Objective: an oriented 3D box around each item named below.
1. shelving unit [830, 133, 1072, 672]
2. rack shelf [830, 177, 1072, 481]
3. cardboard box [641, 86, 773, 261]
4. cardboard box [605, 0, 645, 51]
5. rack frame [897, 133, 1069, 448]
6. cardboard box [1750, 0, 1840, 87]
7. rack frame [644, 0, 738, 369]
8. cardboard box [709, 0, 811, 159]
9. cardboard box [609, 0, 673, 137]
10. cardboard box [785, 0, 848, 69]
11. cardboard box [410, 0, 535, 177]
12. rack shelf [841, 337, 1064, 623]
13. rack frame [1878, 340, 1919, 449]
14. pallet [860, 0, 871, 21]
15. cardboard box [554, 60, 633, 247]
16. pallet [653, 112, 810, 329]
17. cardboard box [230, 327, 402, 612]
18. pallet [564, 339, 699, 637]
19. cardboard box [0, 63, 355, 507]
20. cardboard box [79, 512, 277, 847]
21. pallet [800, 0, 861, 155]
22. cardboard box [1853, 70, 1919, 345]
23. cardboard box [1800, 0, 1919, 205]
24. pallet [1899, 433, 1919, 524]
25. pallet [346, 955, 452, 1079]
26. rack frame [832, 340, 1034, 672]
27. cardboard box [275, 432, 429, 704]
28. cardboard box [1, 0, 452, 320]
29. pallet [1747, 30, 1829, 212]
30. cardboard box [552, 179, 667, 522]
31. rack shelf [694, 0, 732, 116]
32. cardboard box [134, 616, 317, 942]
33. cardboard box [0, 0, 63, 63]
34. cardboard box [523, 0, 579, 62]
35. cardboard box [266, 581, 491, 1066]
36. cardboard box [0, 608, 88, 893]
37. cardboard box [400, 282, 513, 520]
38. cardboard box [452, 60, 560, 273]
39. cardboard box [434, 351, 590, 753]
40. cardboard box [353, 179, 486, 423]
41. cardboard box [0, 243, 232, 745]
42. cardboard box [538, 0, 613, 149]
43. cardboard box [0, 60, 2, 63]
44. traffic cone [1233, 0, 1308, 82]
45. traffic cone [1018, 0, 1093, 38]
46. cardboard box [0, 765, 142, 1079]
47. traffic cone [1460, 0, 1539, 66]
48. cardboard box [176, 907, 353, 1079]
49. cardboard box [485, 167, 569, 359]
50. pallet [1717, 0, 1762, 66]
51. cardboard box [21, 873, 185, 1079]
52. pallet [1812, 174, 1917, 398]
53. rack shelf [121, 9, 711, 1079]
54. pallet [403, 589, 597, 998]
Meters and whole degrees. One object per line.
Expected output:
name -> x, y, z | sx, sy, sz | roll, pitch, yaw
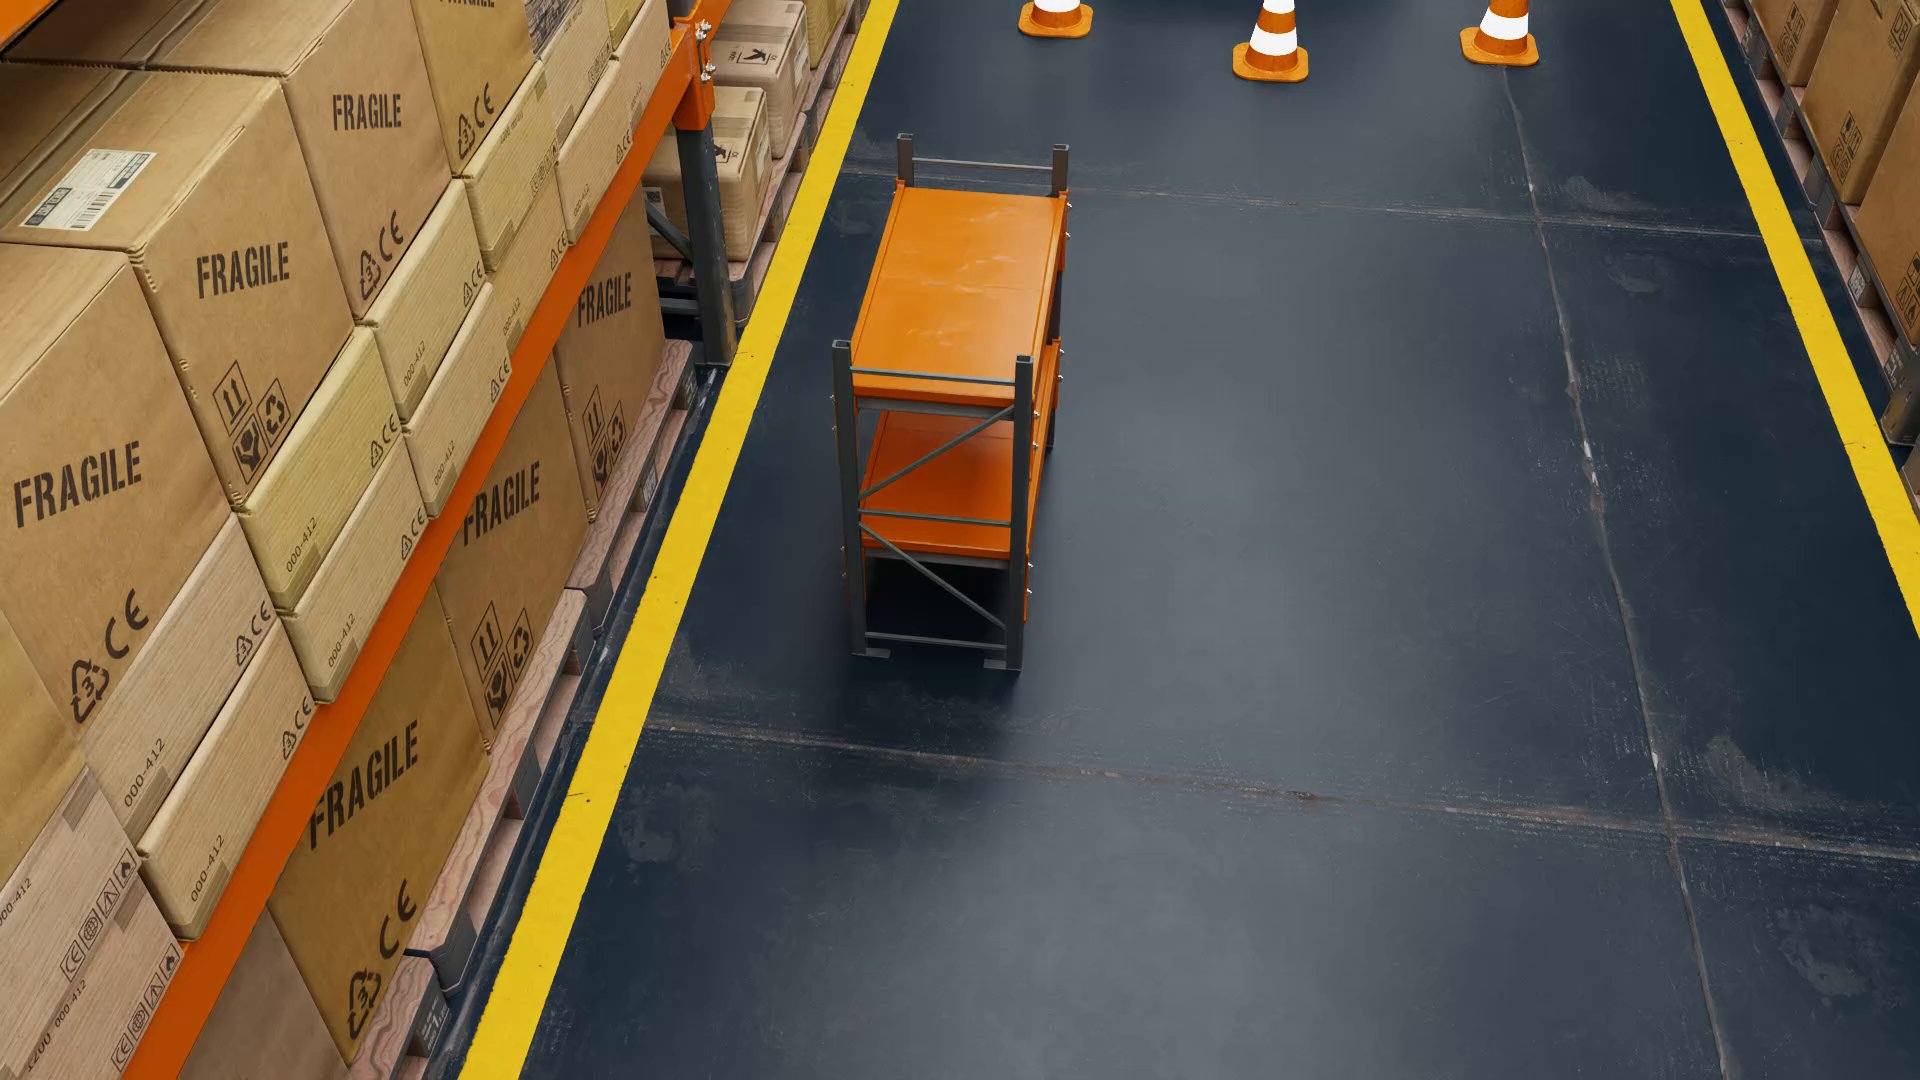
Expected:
shelving unit -> -0.001, -0.404, 4.858 | 0.538, 1.125, 1.048 | 5, 44, 6
rack shelf -> -0.001, -0.616, 4.657 | 0.538, 0.278, 1.000 | 5, 44, 6
cardboard box -> -1.217, -1.364, 6.115 | 0.950, 0.372, 0.625 | 3, 43, 3
cardboard box -> -1.114, -1.555, 4.456 | 0.500, 0.250, 0.500 | 5, 44, 5
rack frame -> 0.066, -0.750, 5.224 | 0.500, 1.125, 0.032 | 5, 44, 6
cardboard box -> 4.023, -2.374, 6.906 | 1.050, 0.750, 0.750 | 5, 44, 6
rack frame -> -1.302, -1.781, 4.950 | 1.000, 3.000, 0.127 | 5, 44, 6
cardboard box -> -1.127, -1.867, 6.646 | 0.950, 0.372, 0.625 | 4, 44, 5
cardboard box -> -1.111, -1.359, 4.612 | 0.500, 0.250, 0.500 | 4, 44, 4
cardboard box -> -1.021, -2.384, 7.192 | 0.950, 0.372, 0.625 | 7, 44, 7
cardboard box -> -1.243, -1.116, 3.447 | 0.500, 0.500, 0.500 | 5, 44, 6
rack shelf -> -0.001, -0.226, 5.027 | 0.538, 0.278, 1.000 | 5, 44, 6
rack frame -> 3.618, -1.400, 4.547 | 1.000, 3.000, 0.127 | 5, 44, 6
pallet -> -0.874, -2.964, 8.227 | 1.003, 0.211, 1.213 | 5, 44, 6
cardboard box -> -1.163, -1.009, 4.243 | 0.500, 0.250, 0.500 | 6, 44, 6
pallet -> -1.197, -1.301, 6.471 | 1.003, 0.211, 1.213 | 5, 44, 6
cardboard box -> -1.358, -0.156, 2.979 | 0.500, 0.250, 0.500 | 6, 44, 6
pallet -> -1.480, -0.238, 5.348 | 1.003, 0.211, 1.213 | 5, 44, 6
cardboard box -> -1.379, -0.419, 2.711 | 0.500, 0.500, 0.500 | 4, 44, 4
cardboard box -> -1.452, 0.185, 2.618 | 0.500, 0.250, 0.500 | 6, 44, 6
pallet -> -1.033, -2.130, 7.346 | 1.003, 0.211, 1.213 | 5, 44, 6
cardboard box -> 3.788, -1.143, 5.606 | 1.050, 0.750, 0.750 | 5, 44, 5
cardboard box -> 3.900, -1.739, 6.236 | 1.050, 0.750, 0.750 | 6, 44, 6
pallet -> 3.514, 0.145, 4.944 | 1.003, 0.211, 1.213 | 5, 44, 6
pallet -> -1.803, 1.425, 3.592 | 1.003, 0.211, 1.213 | 5, 44, 6
rack frame -> -0.068, -0.057, 4.493 | 0.500, 1.125, 0.032 | 5, 44, 6
cardboard box -> -1.360, 0.023, 3.154 | 0.500, 0.250, 0.500 | 5, 44, 5
cardboard box -> -1.317, -0.772, 3.084 | 0.500, 0.500, 0.500 | 5, 44, 5
pallet -> 3.961, -1.747, 6.942 | 1.003, 0.211, 1.213 | 5, 44, 6
cardboard box -> -1.475, -0.699, 5.047 | 0.875, 0.875, 0.875 | 5, 44, 5
rack shelf -> -1.037, -2.883, 6.637 | 1.077, 0.370, 4.000 | 5, 44, 6
cardboard box -> -1.444, 0.370, 2.786 | 0.500, 0.250, 0.500 | 4, 44, 4
cardboard box -> -1.819, -0.833, 3.148 | 0.500, 0.500, 0.500 | 6, 44, 6
cardboard box -> -1.170, -1.454, 3.804 | 0.500, 0.500, 0.500 | 6, 44, 6
cardboard box -> -1.716, 0.518, 3.762 | 0.875, 0.875, 0.875 | 6, 44, 7
cardboard box -> -1.487, 0.272, 1.982 | 0.500, 0.500, 0.500 | 6, 44, 6
cardboard box -> -1.285, -0.317, 3.512 | 0.500, 0.250, 0.500 | 5, 44, 5
cardboard box -> -1.225, -0.855, 3.717 | 0.500, 0.250, 0.500 | 4, 44, 4
cardboard box -> -1.597, -0.092, 4.405 | 0.875, 0.875, 0.875 | 6, 44, 6
cardboard box -> -1.294, -0.501, 3.343 | 0.500, 0.250, 0.500 | 4, 44, 4
cardboard box -> -1.447, -0.078, 2.350 | 0.500, 0.500, 0.500 | 5, 44, 5
cardboard box -> -1.178, -1.206, 4.087 | 0.500, 0.250, 0.500 | 4, 44, 4
cardboard box -> -1.873, -0.479, 2.774 | 0.500, 0.500, 0.500 | 6, 44, 7
traffic cone -> 1.404, -2.325, 7.369 | 0.336, 0.463, 0.334 | 5, 44, 6
traffic cone -> 0.451, -2.614, 7.674 | 0.336, 0.463, 0.334 | 5, 44, 6
cardboard box -> -1.493, 0.543, 2.240 | 0.500, 0.250, 0.500 | 4, 44, 4
traffic cone -> 2.473, -2.429, 7.478 | 0.336, 0.463, 0.334 | 5, 44, 6
cardboard box -> -1.828, 1.134, 3.111 | 0.875, 0.875, 0.875 | 6, 44, 7
cardboard box -> -1.246, -0.667, 3.882 | 0.500, 0.250, 0.500 | 5, 44, 5
pallet -> 4.120, -2.581, 7.822 | 1.003, 0.211, 1.213 | 5, 44, 6
cardboard box -> -1.511, 0.723, 2.414 | 0.500, 0.250, 0.500 | 4, 44, 5
pallet -> 3.797, -0.918, 6.066 | 1.003, 0.211, 1.213 | 5, 44, 6
rack shelf -> -1.566, -0.157, 3.758 | 1.077, 0.370, 4.000 | 5, 44, 6
pallet -> -1.644, 0.591, 4.473 | 1.003, 0.211, 1.213 | 5, 44, 6
